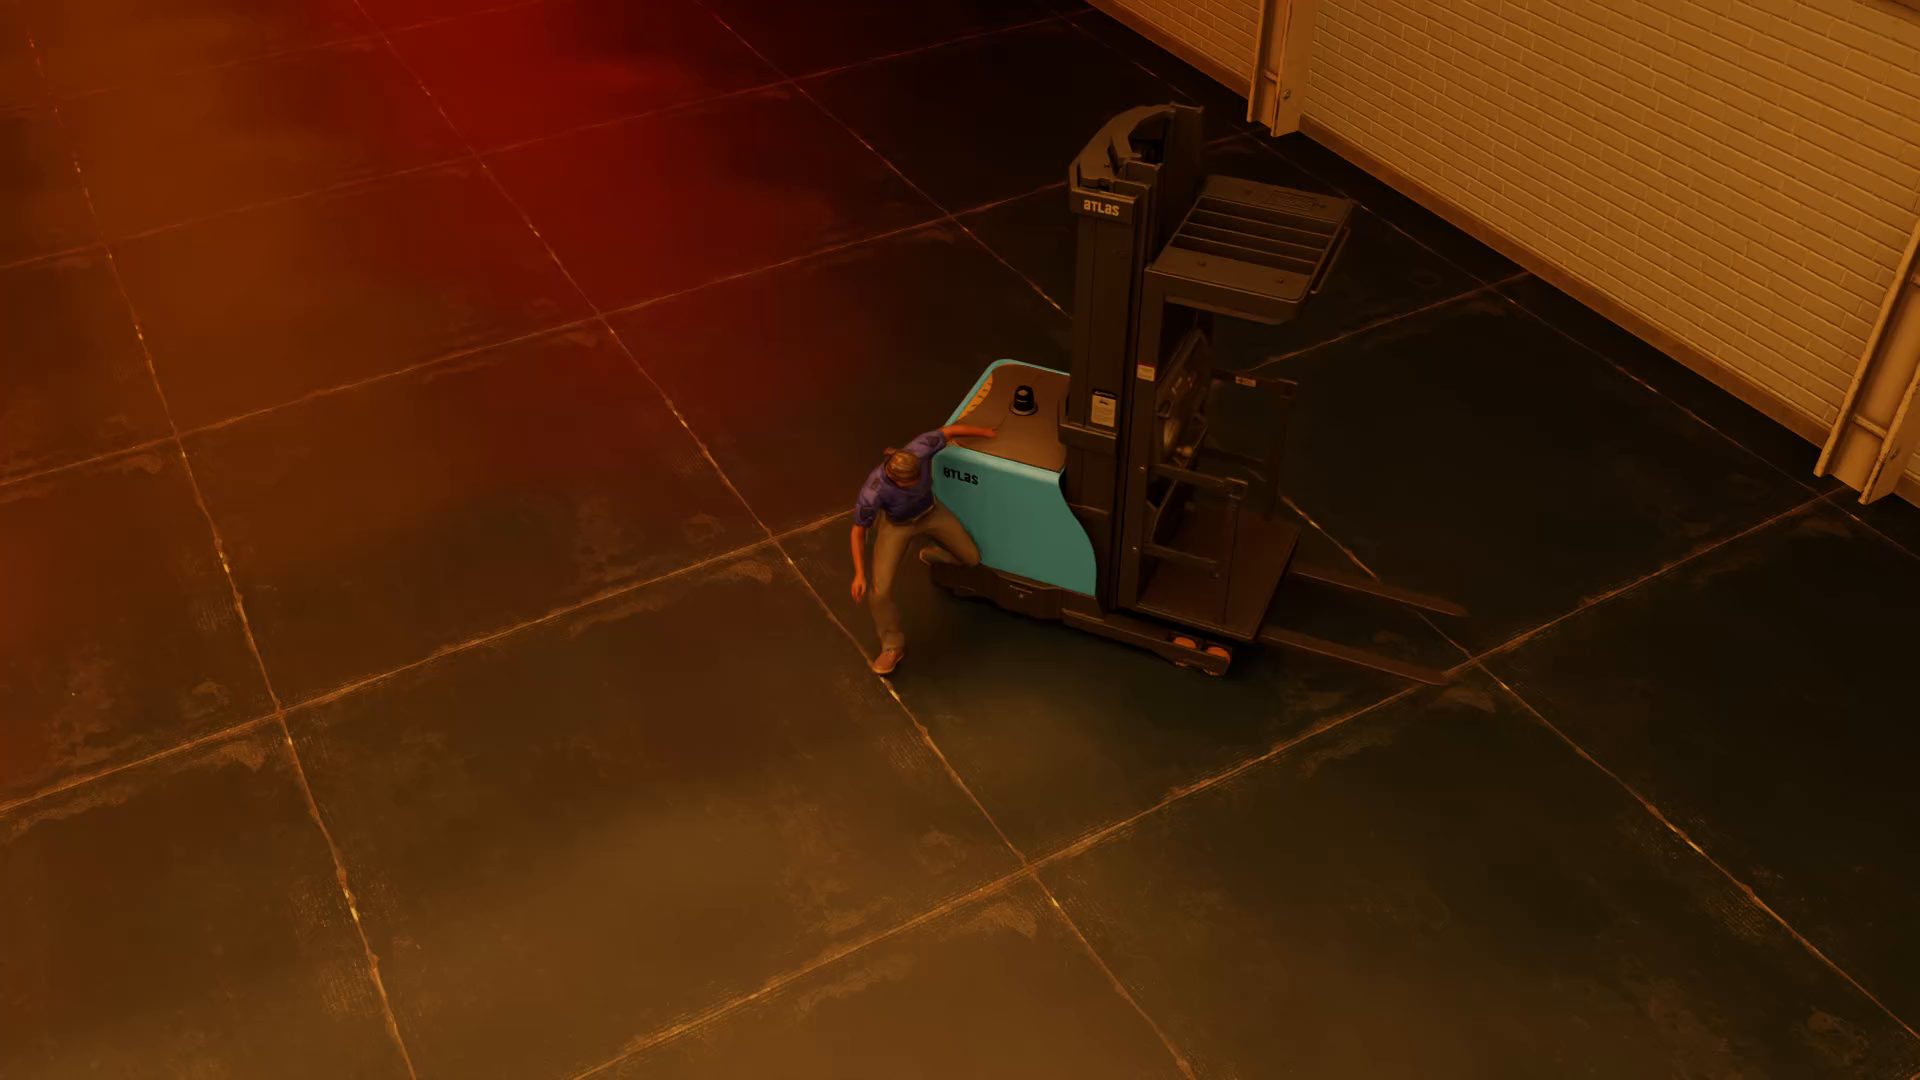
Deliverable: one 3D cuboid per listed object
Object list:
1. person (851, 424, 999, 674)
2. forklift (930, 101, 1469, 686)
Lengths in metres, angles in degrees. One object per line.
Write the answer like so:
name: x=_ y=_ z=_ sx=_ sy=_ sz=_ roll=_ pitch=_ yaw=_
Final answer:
person: x=-0.183 y=-0.063 z=9.327 sx=1.097 sy=1.387 sz=0.739 roll=-18 pitch=43 yaw=-20
forklift: x=1.386 y=-0.749 z=8.939 sx=3.031 sy=2.935 sz=1.130 roll=16 pitch=42 yaw=18
